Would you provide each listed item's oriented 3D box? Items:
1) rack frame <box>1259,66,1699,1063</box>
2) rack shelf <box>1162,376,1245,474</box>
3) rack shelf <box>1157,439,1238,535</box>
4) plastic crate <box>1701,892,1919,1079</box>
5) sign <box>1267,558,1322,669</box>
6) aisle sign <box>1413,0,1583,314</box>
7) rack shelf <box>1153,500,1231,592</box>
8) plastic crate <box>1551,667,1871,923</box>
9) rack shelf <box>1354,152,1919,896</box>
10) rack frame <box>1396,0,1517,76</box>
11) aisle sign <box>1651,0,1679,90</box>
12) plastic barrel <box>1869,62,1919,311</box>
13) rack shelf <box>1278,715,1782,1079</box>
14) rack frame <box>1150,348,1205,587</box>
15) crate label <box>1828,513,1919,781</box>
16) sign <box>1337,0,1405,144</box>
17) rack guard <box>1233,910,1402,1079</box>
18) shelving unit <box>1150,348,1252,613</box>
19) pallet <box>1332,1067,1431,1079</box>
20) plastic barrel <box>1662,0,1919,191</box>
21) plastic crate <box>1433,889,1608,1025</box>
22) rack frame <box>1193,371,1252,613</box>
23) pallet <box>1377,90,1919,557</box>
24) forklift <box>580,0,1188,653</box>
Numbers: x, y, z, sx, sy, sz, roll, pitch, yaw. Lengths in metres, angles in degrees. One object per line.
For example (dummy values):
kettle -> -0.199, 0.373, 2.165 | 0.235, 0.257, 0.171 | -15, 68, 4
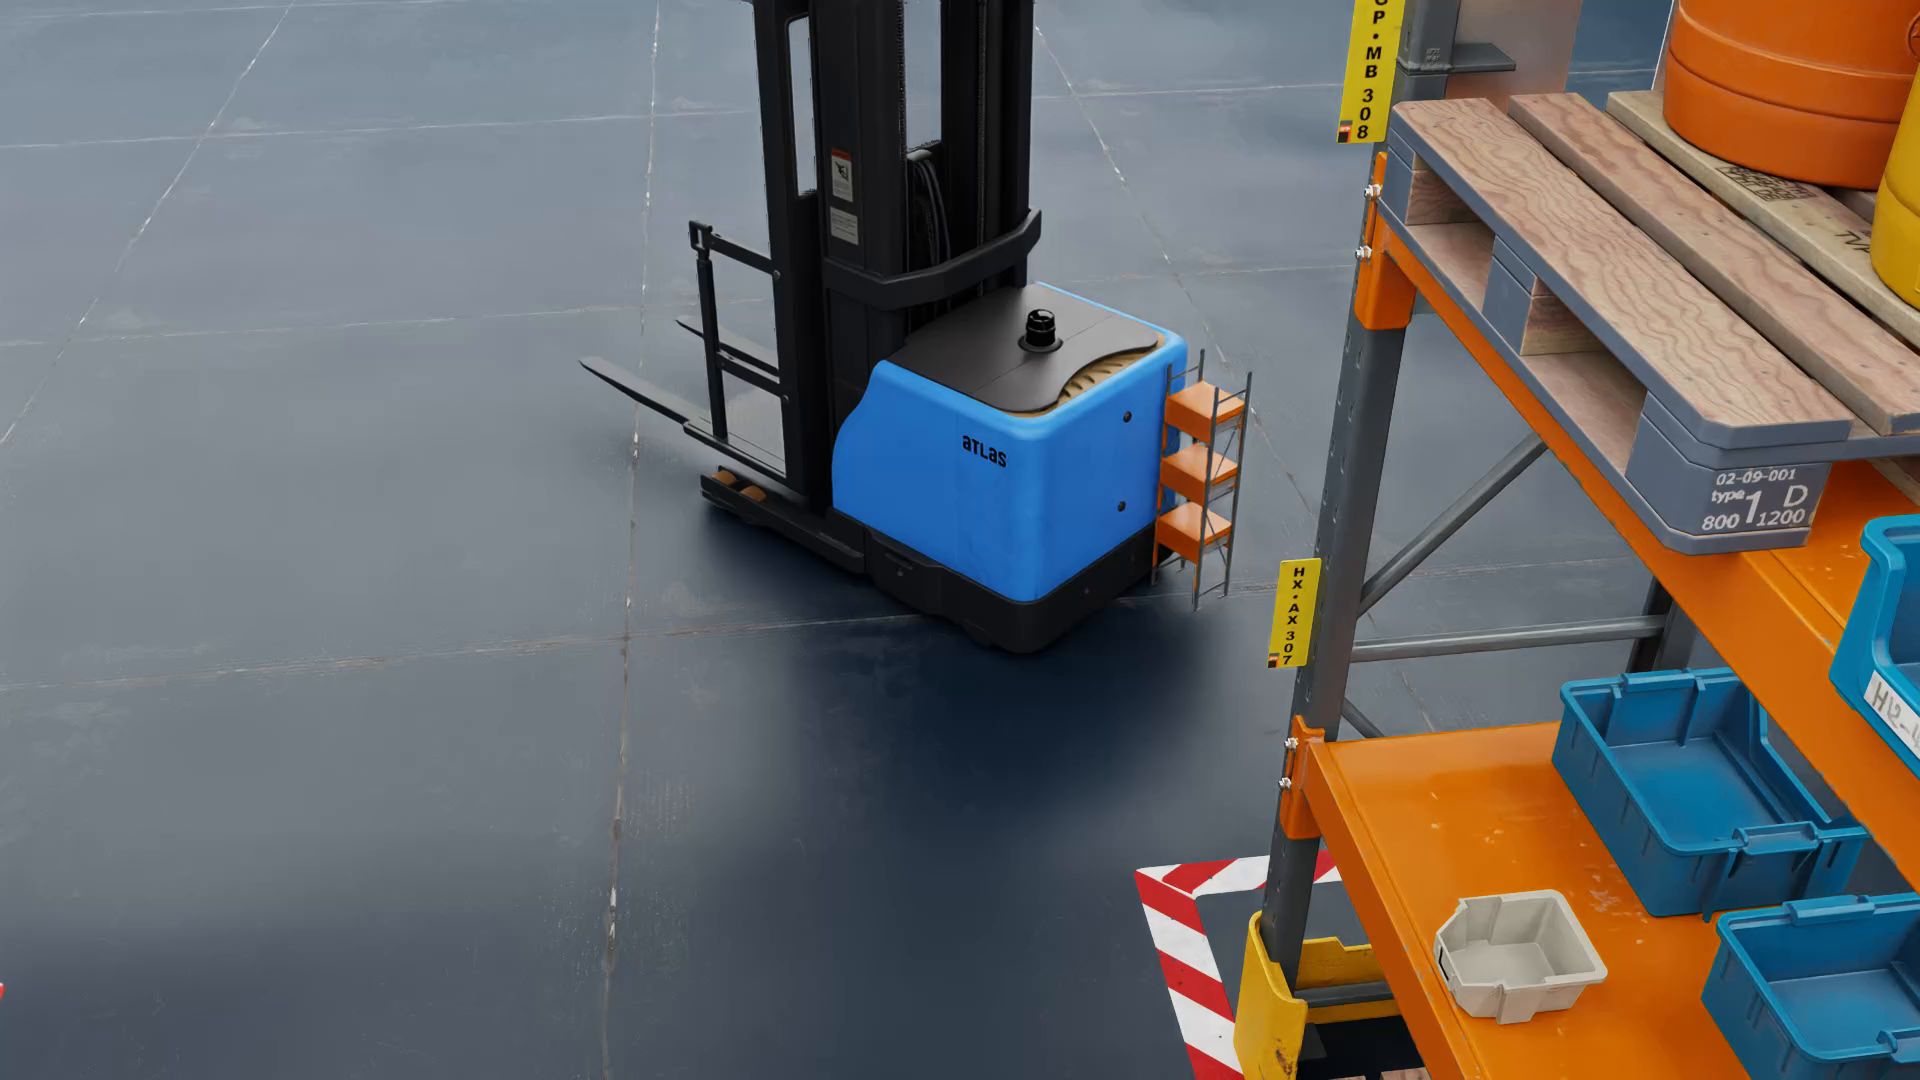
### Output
rack frame -> 1.363, 0.258, 4.209 | 1.000, 3.000, 0.127 | -4, 35, -6
rack shelf -> 0.954, -0.450, 6.492 | 0.215, 0.259, 0.240 | -25, 42, -32
rack shelf -> 0.954, -0.215, 6.652 | 0.215, 0.259, 0.240 | -25, 42, -32
plastic crate -> 1.809, 0.938, 3.341 | 0.499, 0.251, 0.408 | -4, 35, -6
sign -> 0.818, 0.182, 4.073 | 0.100, 0.325, 0.005 | -4, 35, -6
aisle sign -> 1.063, -0.835, 3.503 | 0.394, 0.787, 0.004 | -4, 35, -6
rack shelf -> 0.954, 0.015, 6.809 | 0.215, 0.259, 0.240 | -25, 42, -32
plastic crate -> 1.727, 0.576, 3.874 | 0.499, 0.251, 0.616 | -4, 35, -6
rack shelf -> 1.632, 0.431, 1.929 | 1.077, 0.370, 4.000 | -4, 35, -6
rack frame -> 1.363, -2.222, 2.519 | 1.000, 3.000, 0.127 | -4, 35, -6
aisle sign -> 1.648, -0.879, 3.568 | 0.394, 0.787, 0.004 | -4, 35, -6
plastic barrel -> 1.642, -0.607, 2.273 | 0.600, 0.588, 0.600 | 0, 34, 0
rack shelf -> 1.632, 1.671, 2.773 | 1.077, 0.370, 4.000 | -4, 35, -6
rack frame -> 0.876, -0.276, 6.723 | 0.200, 1.050, 0.008 | -25, 42, -32
crate label -> 1.288, 0.149, 1.836 | 0.502, 0.251, 0.408 | -4, 35, -6
sign -> 0.818, -0.946, 3.304 | 0.100, 0.325, 0.005 | -4, 35, -6
rack guard -> 1.420, 1.329, 4.855 | 1.175, 0.500, 0.348 | -4, 35, -6
shelving unit -> 0.954, -0.224, 6.646 | 0.215, 1.050, 0.252 | -25, 42, -32
pallet -> 1.524, 1.902, 4.271 | 1.003, 0.211, 1.213 | -4, 35, -6
plastic barrel -> 1.555, -1.071, 2.741 | 0.600, 0.830, 0.708 | -4, 35, -6
plastic crate -> 1.165, 0.890, 3.514 | 0.298, 0.136, 0.250 | -4, 35, -6
rack frame -> 1.033, -0.171, 6.569 | 0.200, 1.050, 0.008 | -25, 42, -32
pallet -> 1.378, -0.435, 2.729 | 1.003, 0.211, 1.213 | -4, 35, -6
forklift -> -0.519, -1.475, 6.812 | 3.031, 2.935, 1.130 | 27, 43, 34
